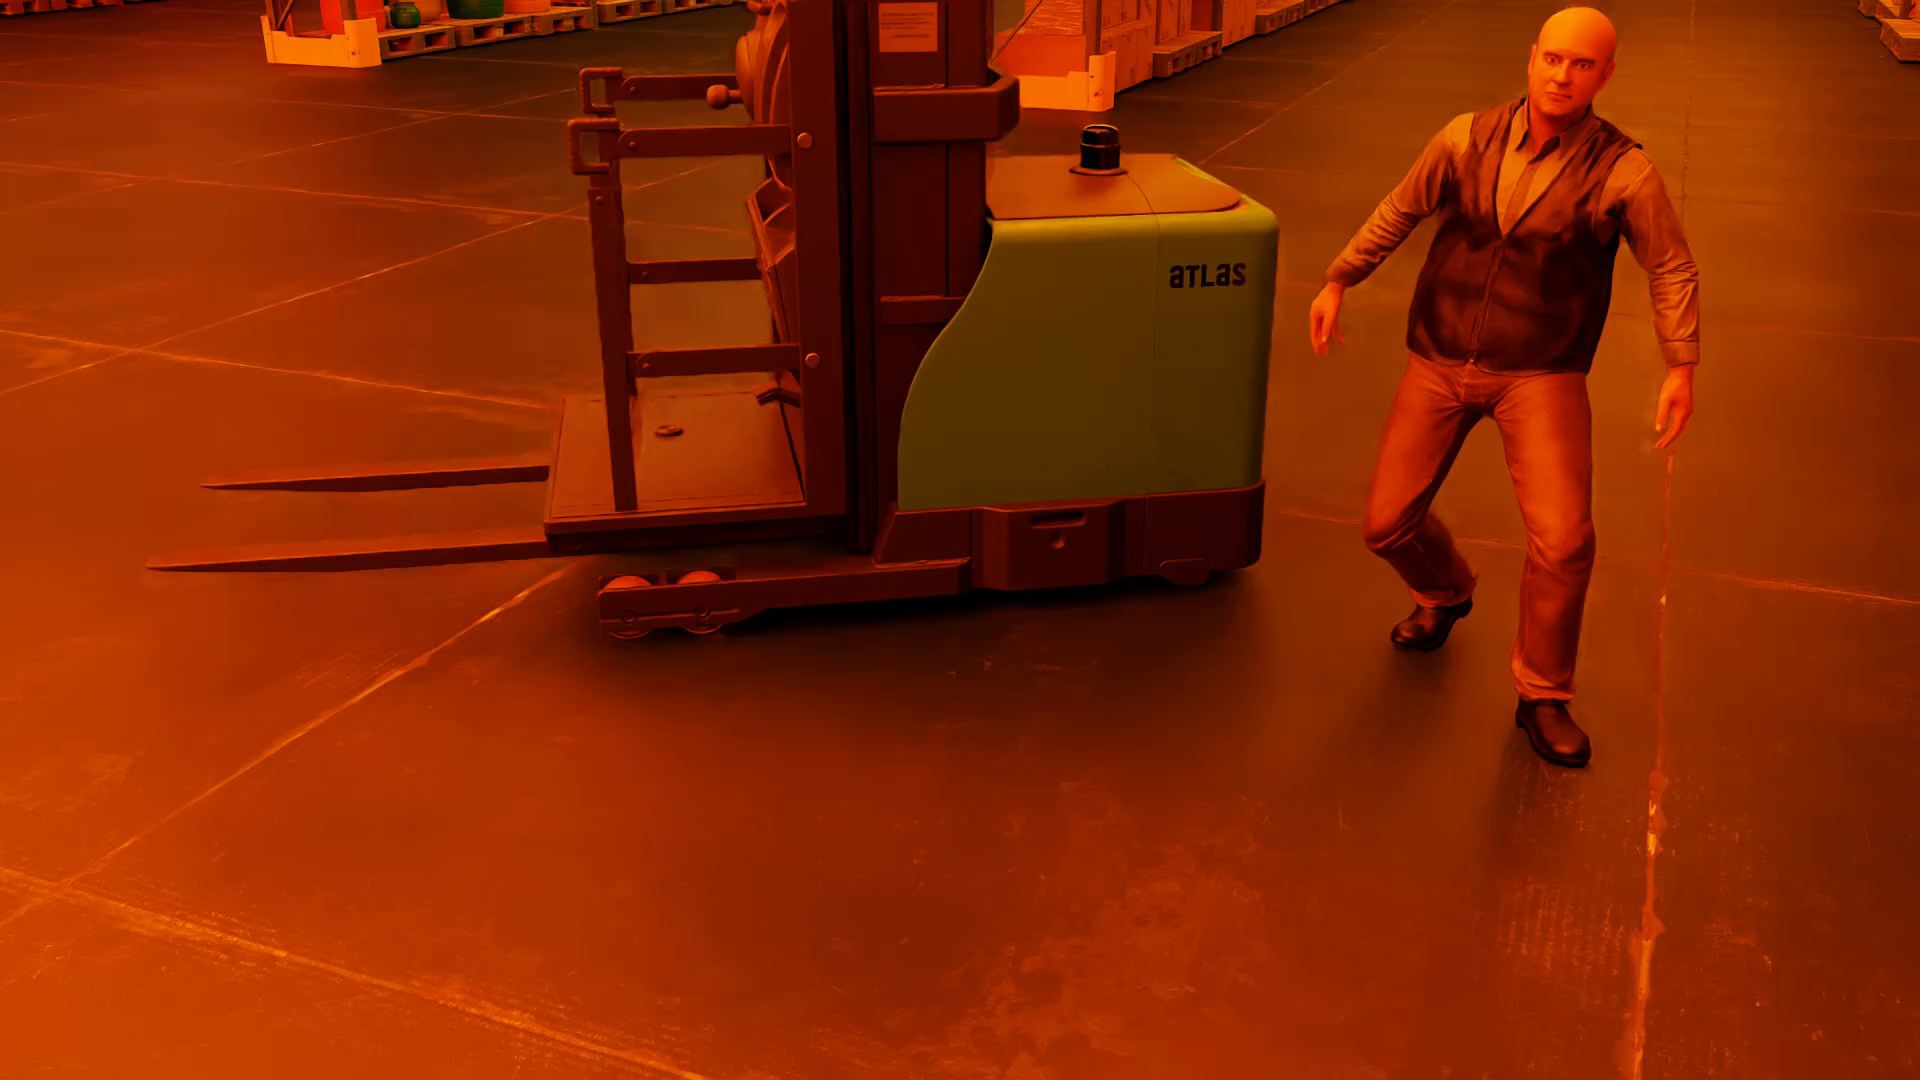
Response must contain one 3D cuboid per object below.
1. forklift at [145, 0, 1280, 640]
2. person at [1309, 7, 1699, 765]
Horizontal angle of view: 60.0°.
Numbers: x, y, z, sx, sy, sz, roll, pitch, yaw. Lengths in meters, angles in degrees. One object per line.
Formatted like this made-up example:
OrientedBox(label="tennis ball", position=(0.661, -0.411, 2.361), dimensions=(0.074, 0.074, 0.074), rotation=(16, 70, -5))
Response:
OrientedBox(label="forklift", position=(-0.700, -1.306, 4.417), dimensions=(3.031, 2.935, 1.130), rotation=(-4, 23, -9))
OrientedBox(label="person", position=(1.234, -0.404, 3.941), dimensions=(0.925, 1.642, 0.605), rotation=(16, 27, 33))
